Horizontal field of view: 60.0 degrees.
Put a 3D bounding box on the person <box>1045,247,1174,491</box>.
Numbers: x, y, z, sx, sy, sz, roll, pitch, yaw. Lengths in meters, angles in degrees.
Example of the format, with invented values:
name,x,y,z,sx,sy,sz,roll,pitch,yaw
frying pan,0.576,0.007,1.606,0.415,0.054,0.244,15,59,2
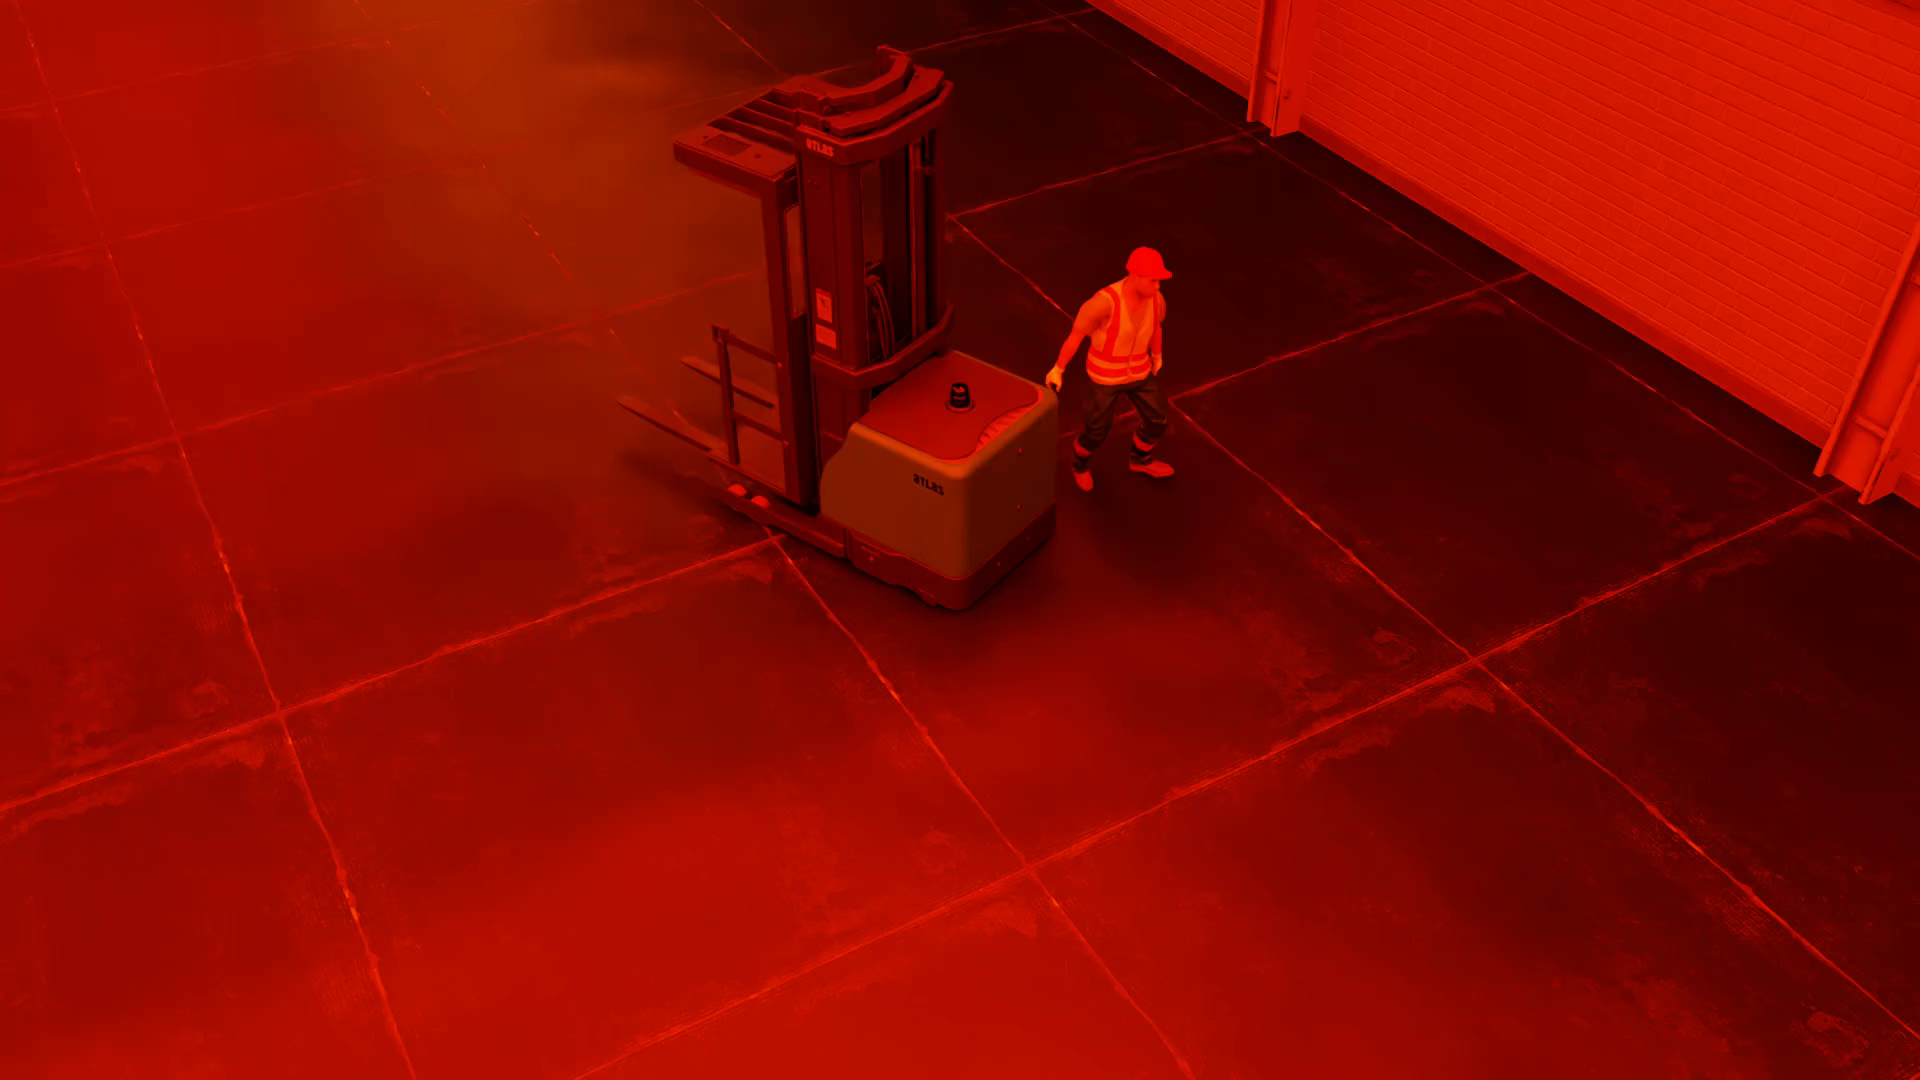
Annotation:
name,x,y,z,sx,sy,sz,roll,pitch,yaw
person,0.952,-1.035,10.257,0.866,1.752,0.472,-14,42,-16

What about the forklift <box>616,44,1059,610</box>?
name,x,y,z,sx,sy,sz,roll,pitch,yaw
forklift,-0.891,-1.483,9.824,3.031,2.935,1.130,26,46,28
